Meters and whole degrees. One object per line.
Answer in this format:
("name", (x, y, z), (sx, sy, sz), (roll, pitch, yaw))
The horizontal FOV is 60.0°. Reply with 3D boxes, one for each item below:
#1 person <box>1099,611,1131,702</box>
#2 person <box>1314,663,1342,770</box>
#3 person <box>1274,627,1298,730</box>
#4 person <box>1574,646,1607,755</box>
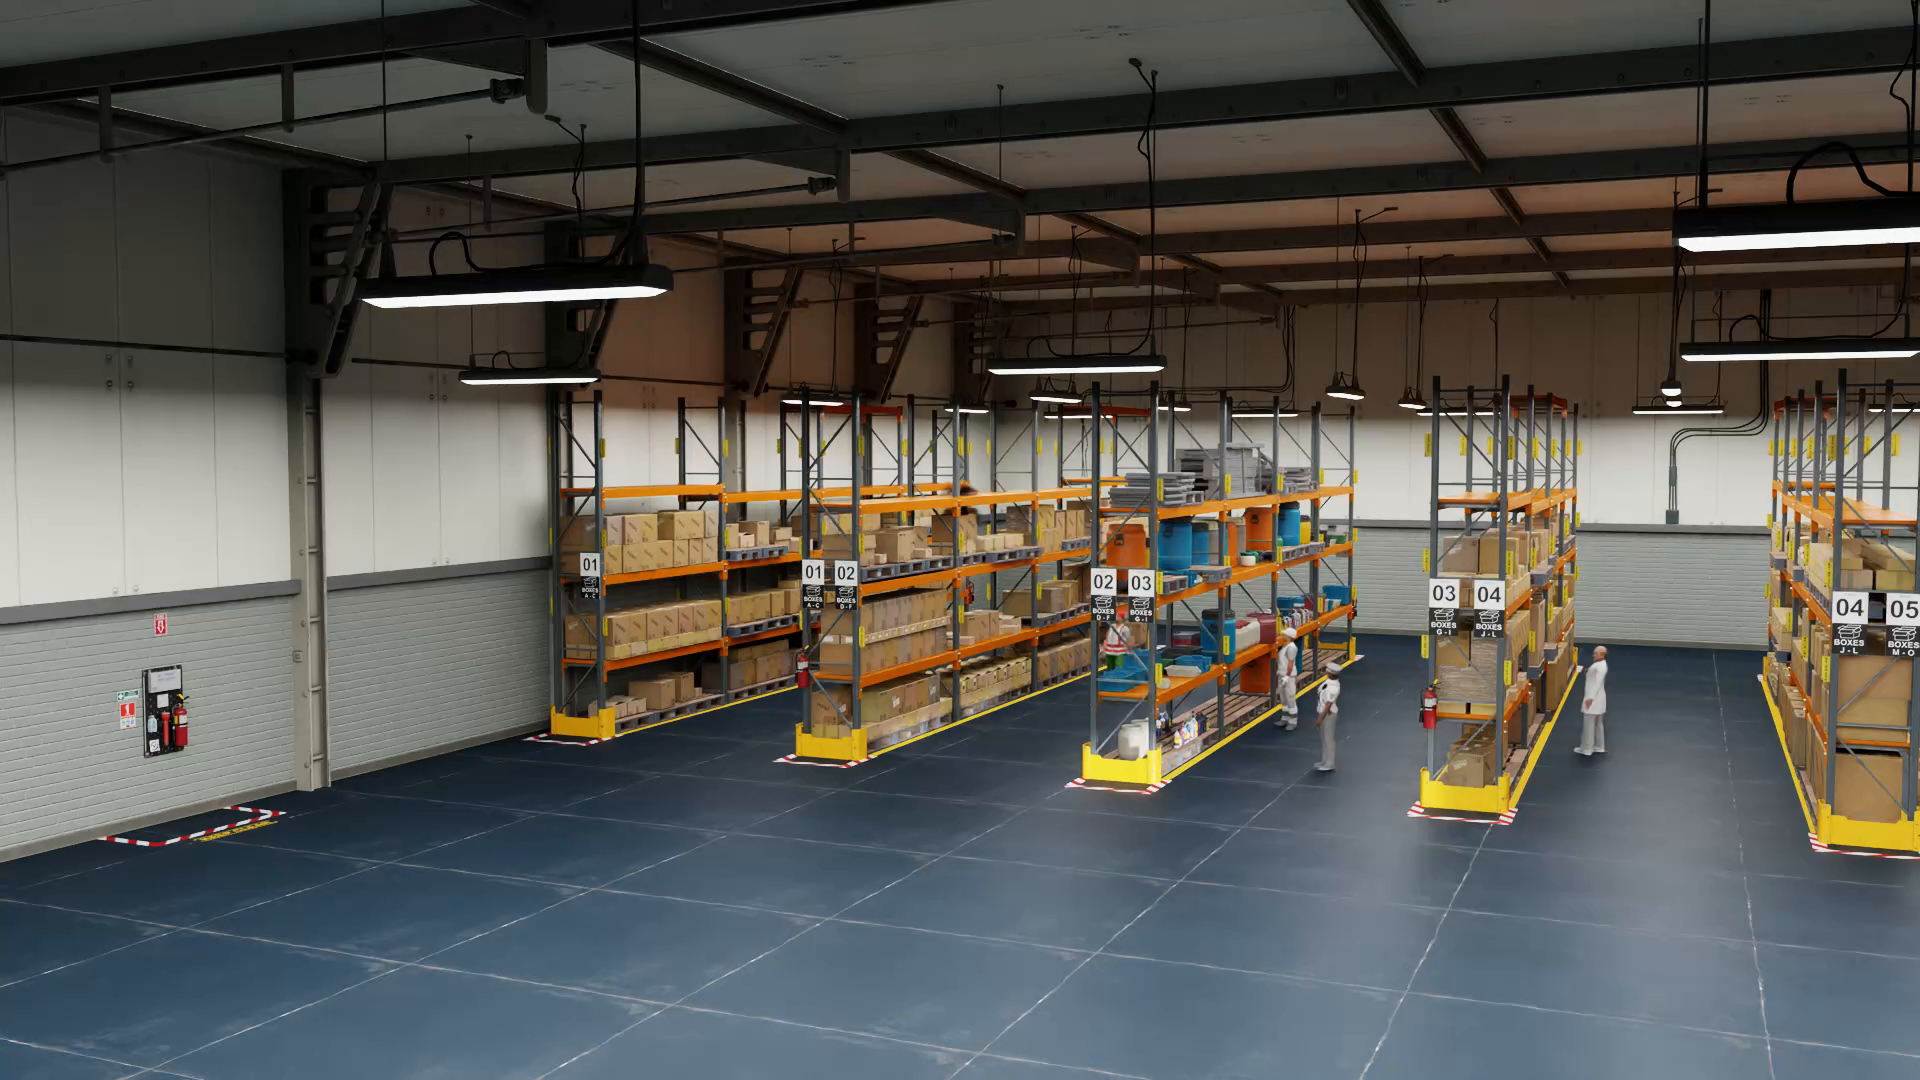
("person", (3.058, 2.285, 33.093), (0.631, 1.738, 0.947), (2, 4, 26))
("person", (5.694, 2.743, 25.915), (0.414, 1.675, 0.582), (0, 3, -1))
("person", (5.852, 2.471, 29.814), (0.420, 1.816, 0.568), (-1, 3, -19))
("person", (10.314, 2.617, 27.163), (0.500, 1.778, 0.638), (2, 4, 35))
